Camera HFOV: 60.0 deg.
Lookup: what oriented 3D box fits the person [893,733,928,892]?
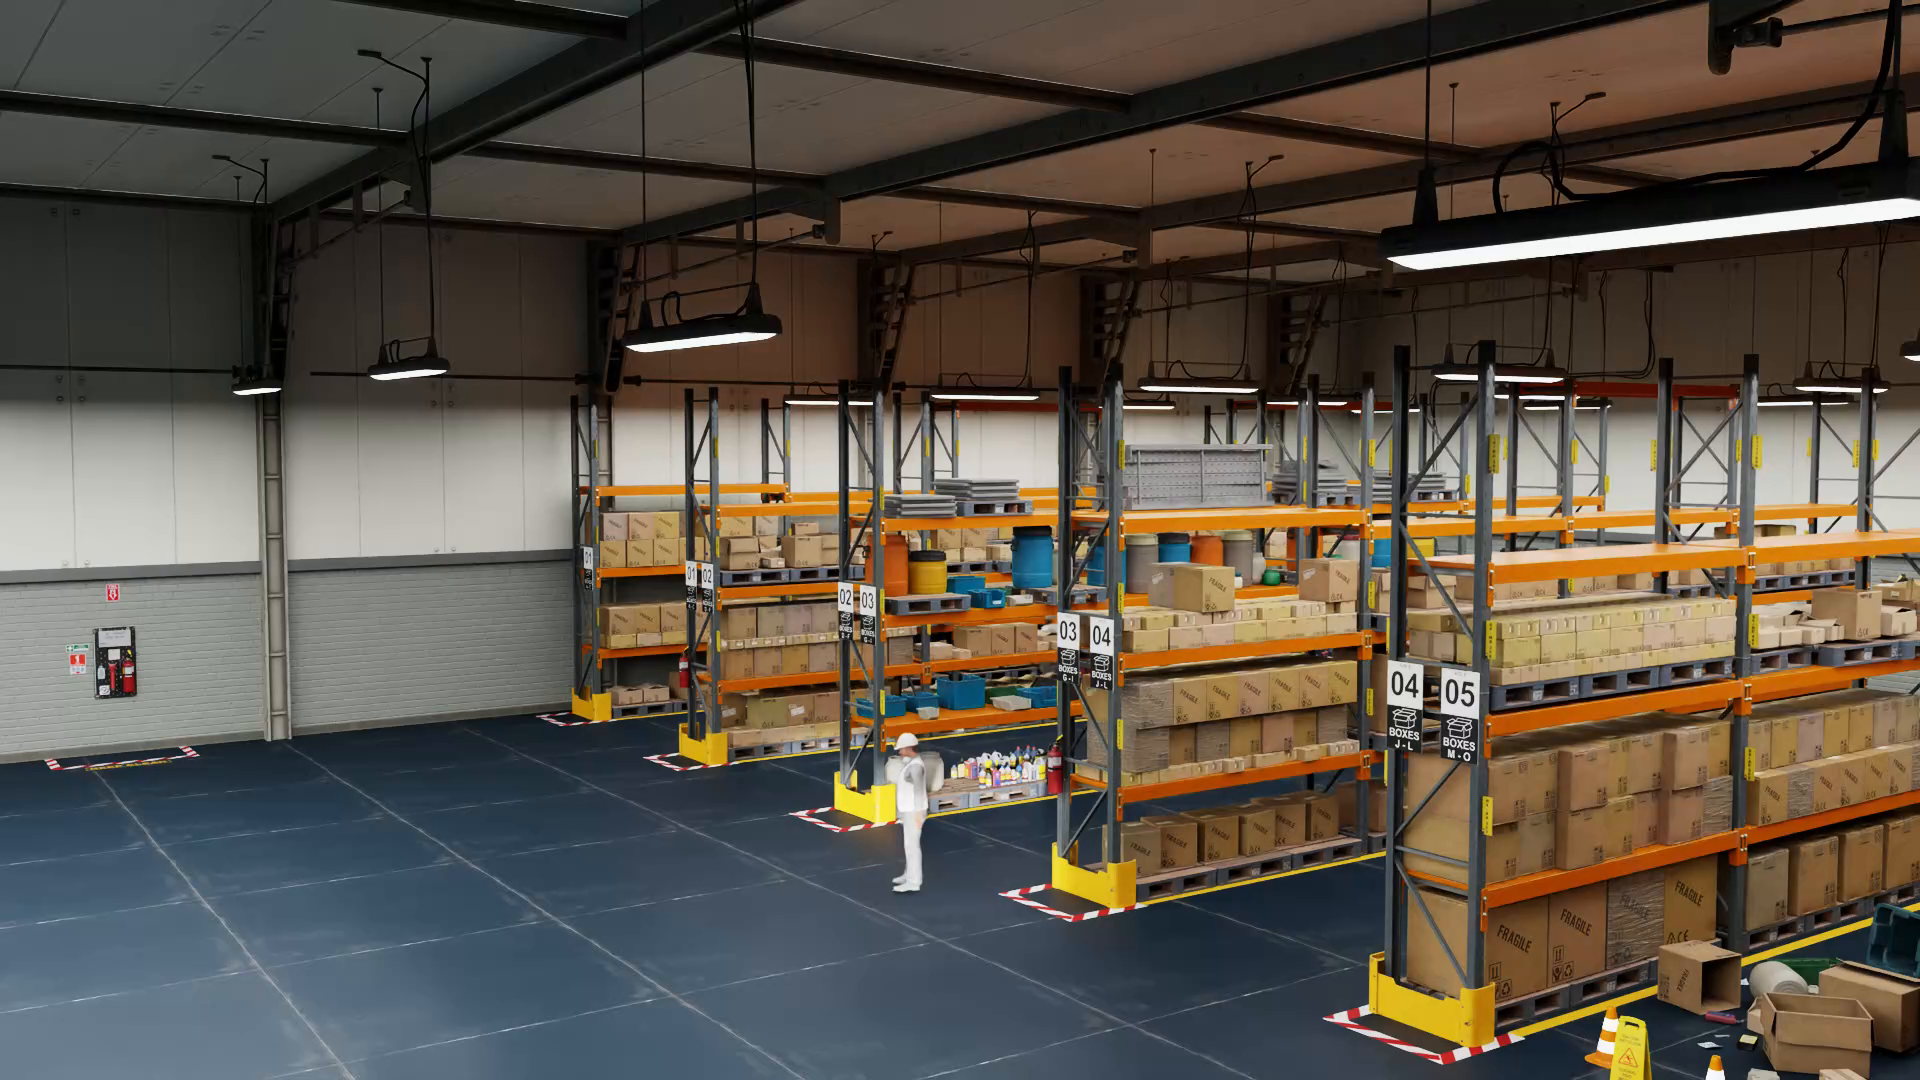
[{"bbox_3d":[-0.572,3.119,19.208,0.410,1.769,0.609,0,3,-4],"label":"person"}]

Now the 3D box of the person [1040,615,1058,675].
[{"bbox_3d":[1.740,2.297,33.295,0.456,1.793,0.606,1,4,22],"label":"person"}]
